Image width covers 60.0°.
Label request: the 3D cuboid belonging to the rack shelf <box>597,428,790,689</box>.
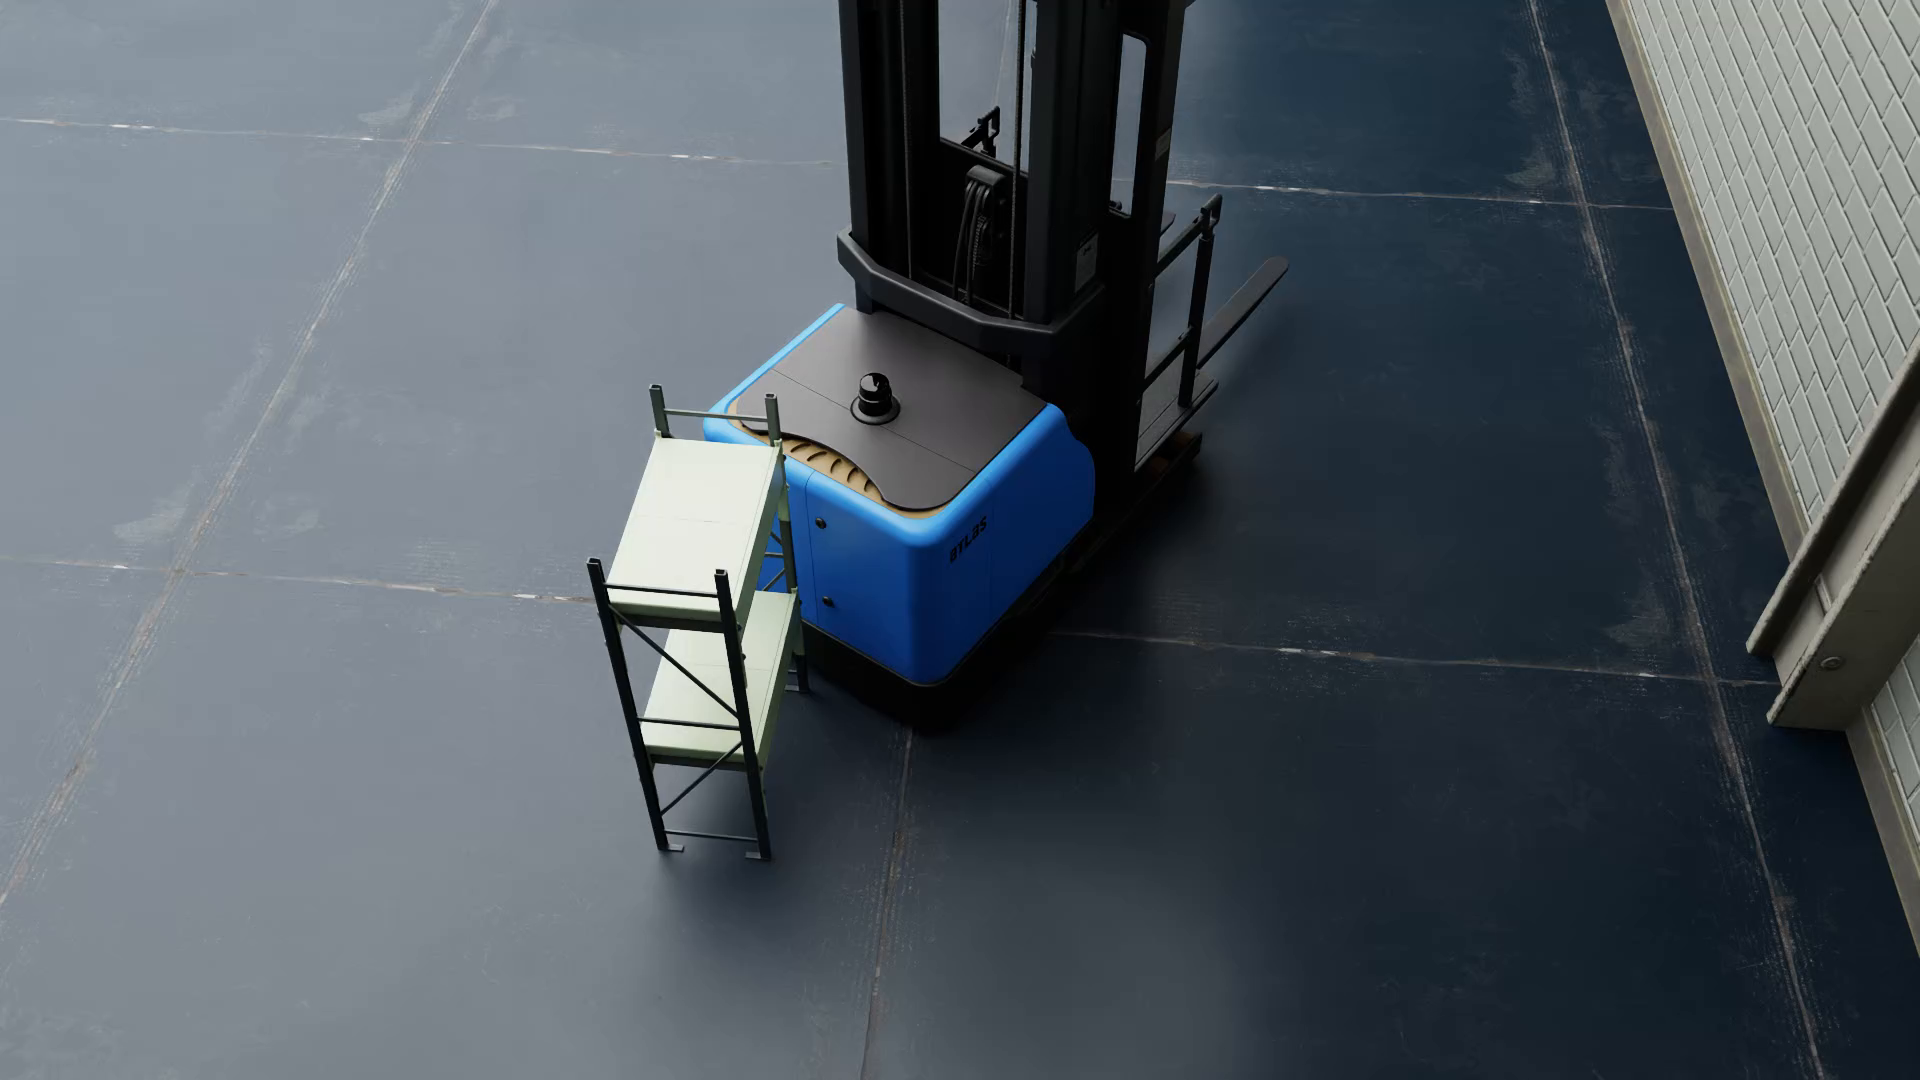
[{"bbox_3d":[-0.811,0.048,5.186,0.431,0.370,0.720,5,48,4],"label":"rack shelf"}]

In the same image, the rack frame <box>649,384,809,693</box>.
[{"bbox_3d":[-0.769,0.043,5.720,0.400,1.500,0.023,5,48,4],"label":"rack frame"}]

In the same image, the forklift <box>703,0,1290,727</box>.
[{"bbox_3d":[0.363,-1.362,6.035,1.130,2.935,3.031,28,53,23],"label":"forklift"}]

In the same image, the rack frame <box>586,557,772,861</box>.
[{"bbox_3d":[-0.853,0.580,5.229,0.400,1.500,0.023,5,48,4],"label":"rack frame"}]

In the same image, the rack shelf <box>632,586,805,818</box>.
[{"bbox_3d":[-0.811,0.532,5.715,0.431,0.370,0.720,5,48,4],"label":"rack shelf"}]

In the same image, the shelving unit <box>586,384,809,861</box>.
[{"bbox_3d":[-0.811,0.312,5.474,0.431,1.500,0.755,5,48,4],"label":"shelving unit"}]

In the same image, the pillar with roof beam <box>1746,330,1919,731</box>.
[{"bbox_3d":[-1.121,-2.777,3.217,9.100,9.000,0.400,4,48,4],"label":"pillar with roof beam"}]
